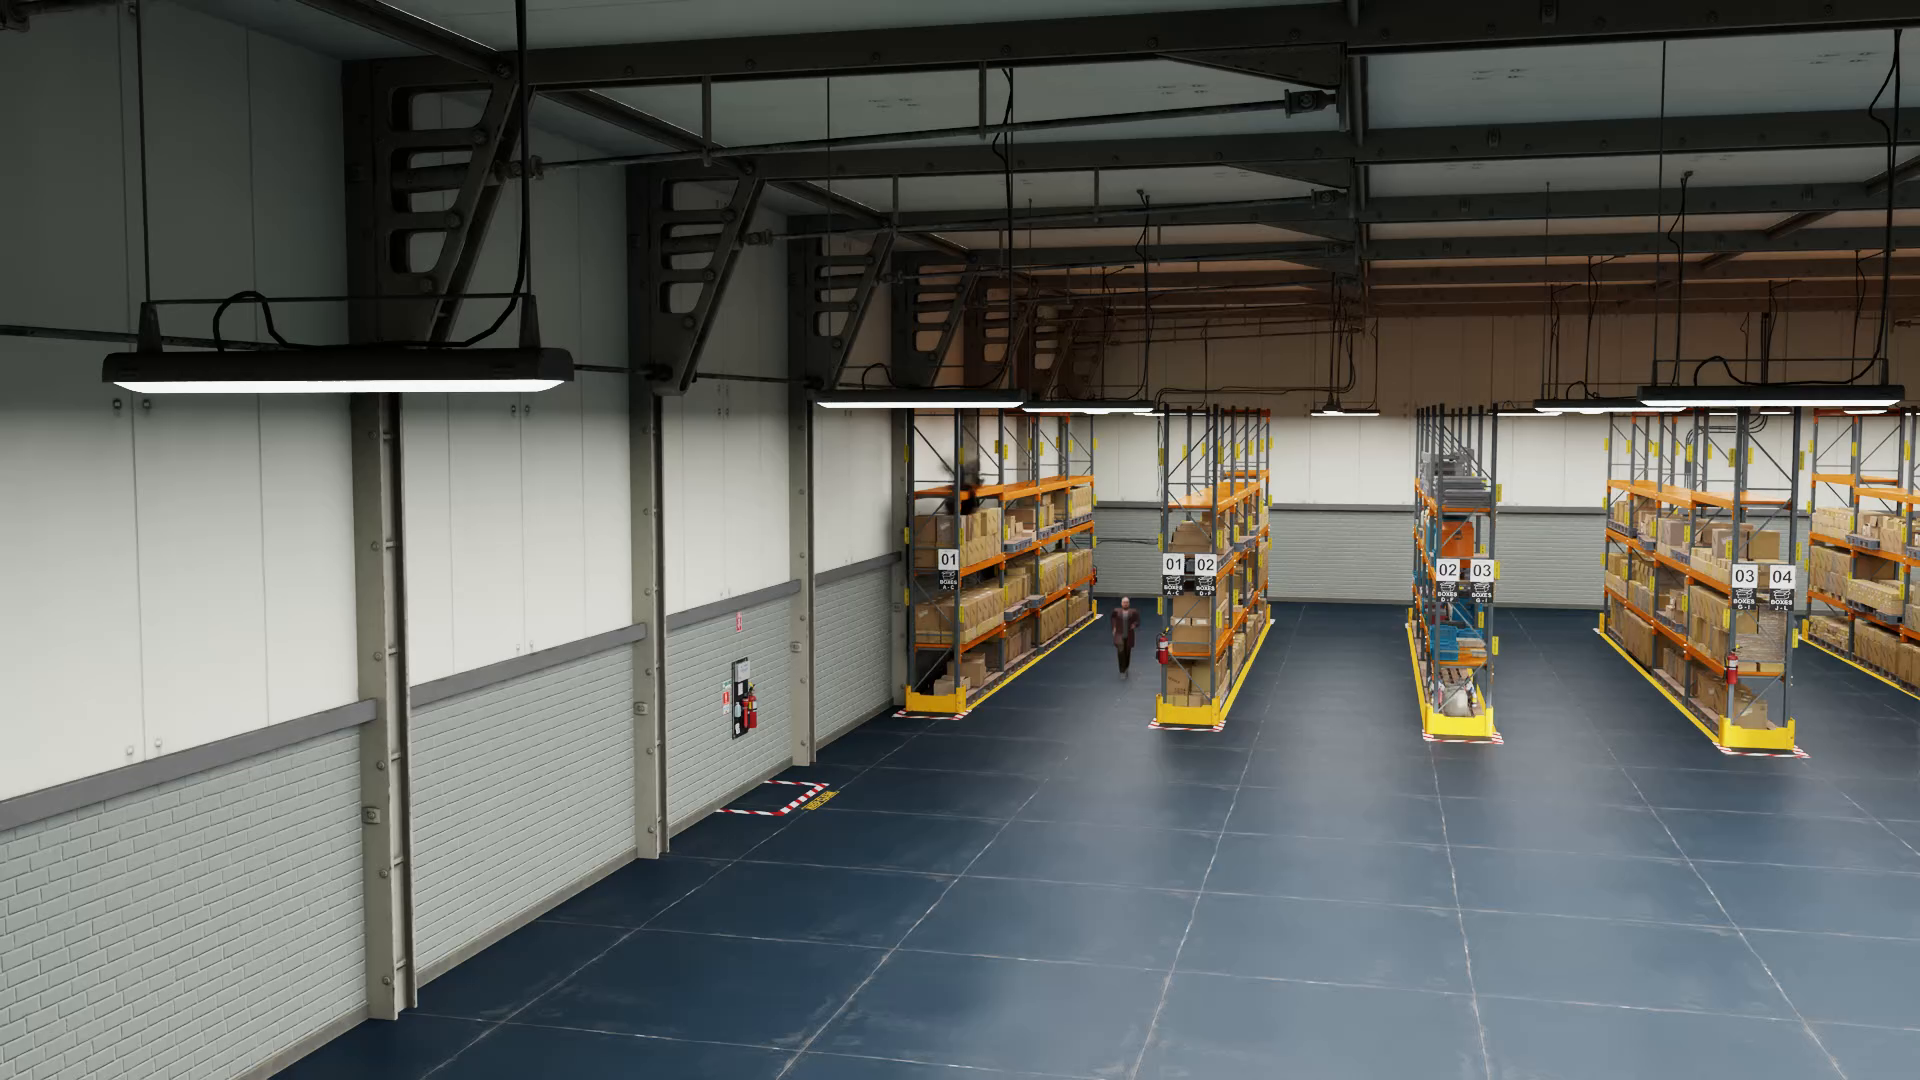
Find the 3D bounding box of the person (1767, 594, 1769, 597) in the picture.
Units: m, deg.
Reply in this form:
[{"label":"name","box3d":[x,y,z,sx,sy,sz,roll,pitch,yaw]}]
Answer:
[{"label":"person","box3d":[20.572,1.717,42.677,0.694,1.690,0.730,2,5,29]}]

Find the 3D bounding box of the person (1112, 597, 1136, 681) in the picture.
[{"label":"person","box3d":[3.661,2.163,36.841,0.613,1.786,1.026,0,4,1]}]
